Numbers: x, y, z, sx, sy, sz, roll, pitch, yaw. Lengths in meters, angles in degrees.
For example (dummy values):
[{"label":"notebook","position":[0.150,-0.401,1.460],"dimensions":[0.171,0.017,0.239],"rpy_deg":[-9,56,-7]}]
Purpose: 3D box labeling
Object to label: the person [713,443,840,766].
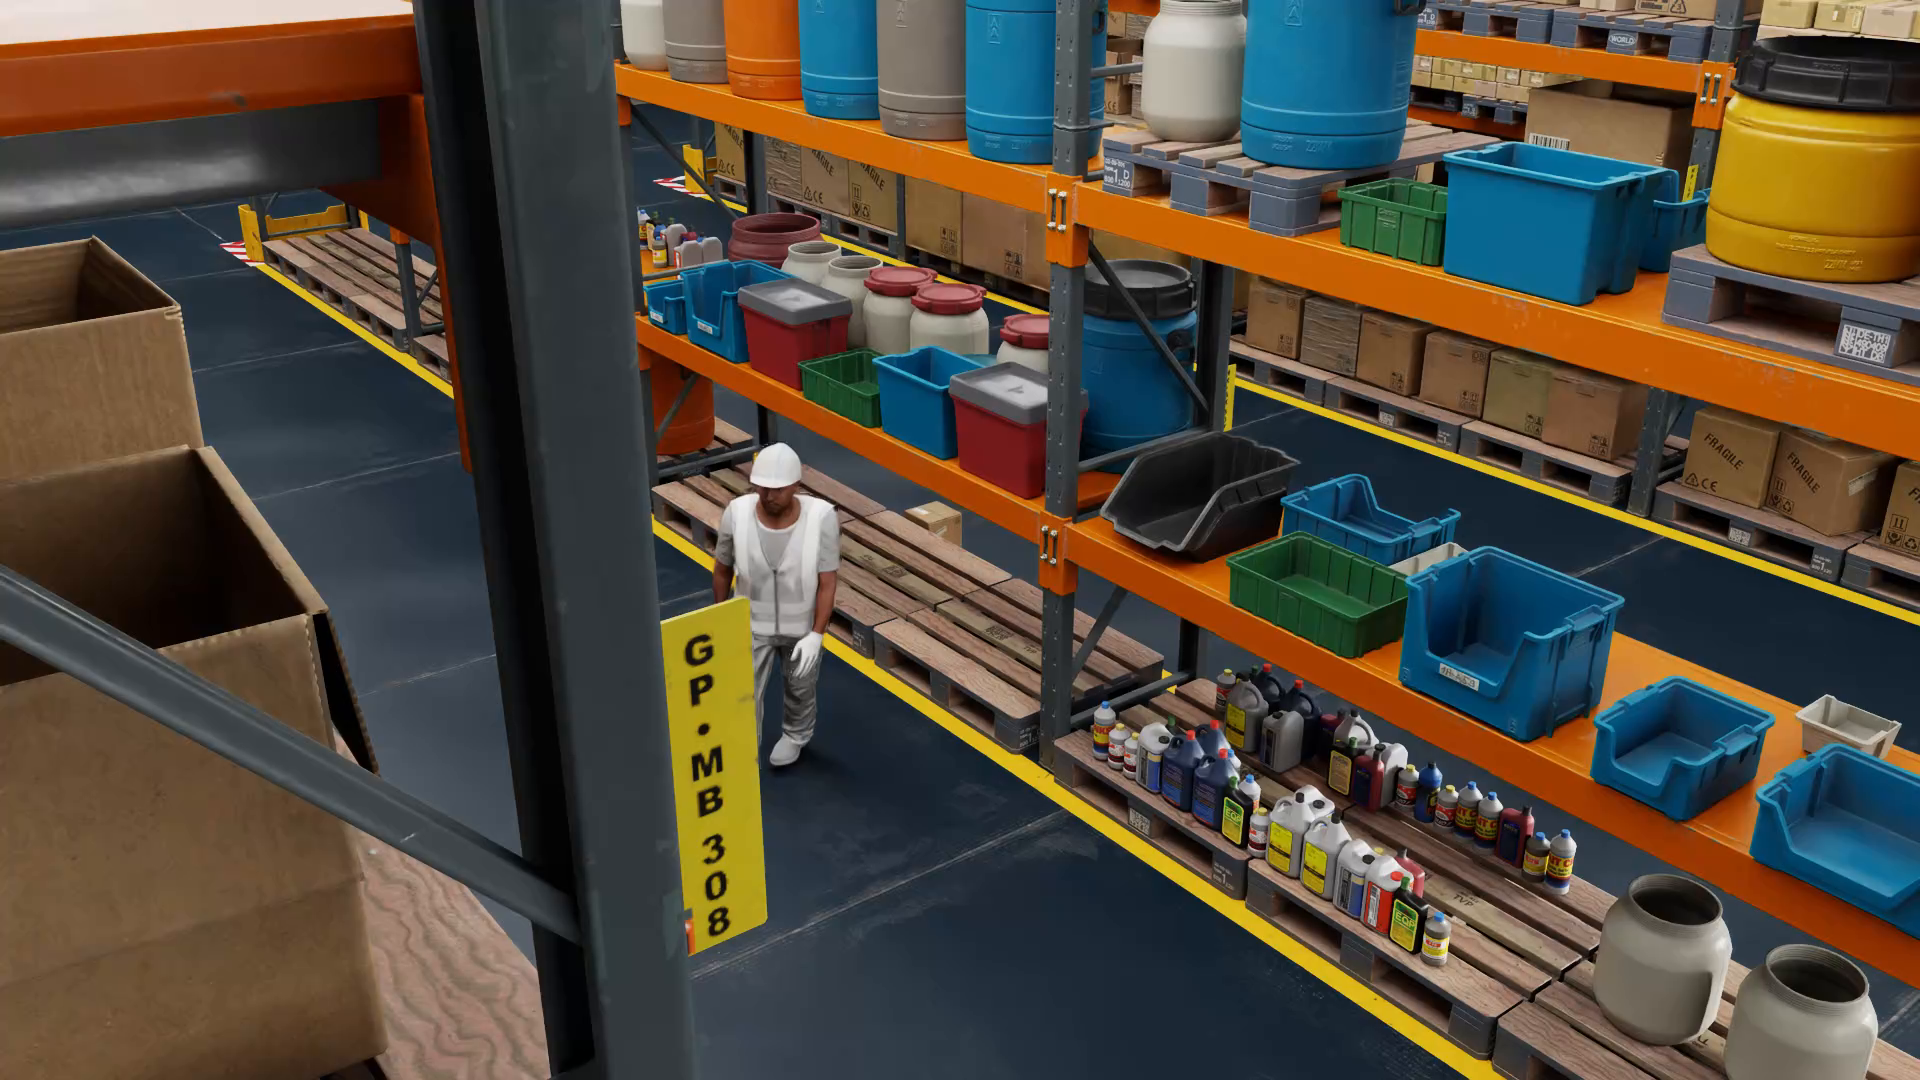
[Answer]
[{"label":"person","position":[-0.807,0.380,7.294],"dimensions":[0.582,1.715,0.973],"rpy_deg":[-1,24,-2]}]
